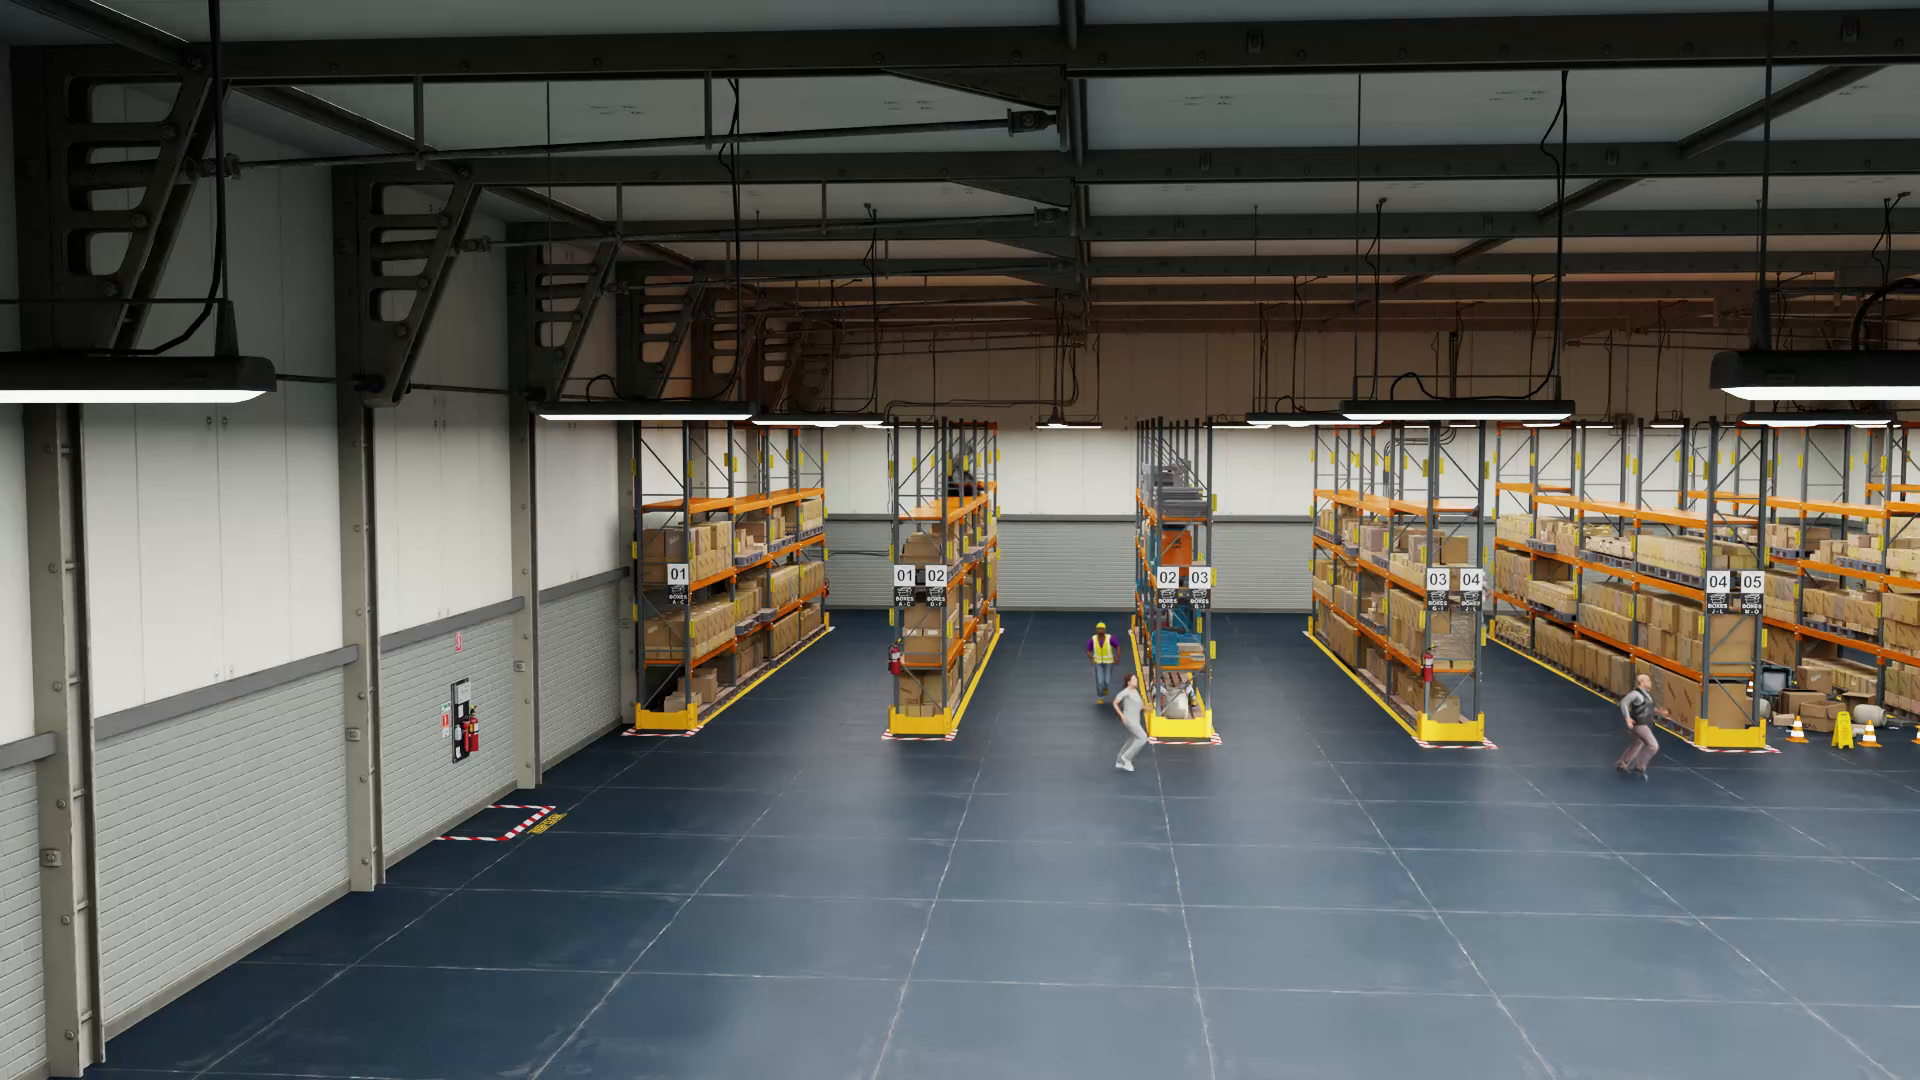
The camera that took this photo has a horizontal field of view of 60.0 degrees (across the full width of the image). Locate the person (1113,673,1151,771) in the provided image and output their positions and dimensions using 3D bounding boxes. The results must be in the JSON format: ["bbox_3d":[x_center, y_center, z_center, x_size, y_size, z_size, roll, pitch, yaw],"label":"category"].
[{"bbox_3d":[2.912,3.057,27.965,0.643,1.639,0.546,2,4,28],"label":"person"}]

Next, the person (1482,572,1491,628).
[{"bbox_3d":[14.780,1.759,47.399,0.673,1.789,0.714,0,4,-5],"label":"person"}]

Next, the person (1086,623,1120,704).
[{"bbox_3d":[3.003,2.587,34.938,0.721,1.726,0.654,1,4,8],"label":"person"}]

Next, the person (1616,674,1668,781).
[{"bbox_3d":[11.218,3.082,27.367,0.811,1.747,0.620,3,5,36],"label":"person"}]
